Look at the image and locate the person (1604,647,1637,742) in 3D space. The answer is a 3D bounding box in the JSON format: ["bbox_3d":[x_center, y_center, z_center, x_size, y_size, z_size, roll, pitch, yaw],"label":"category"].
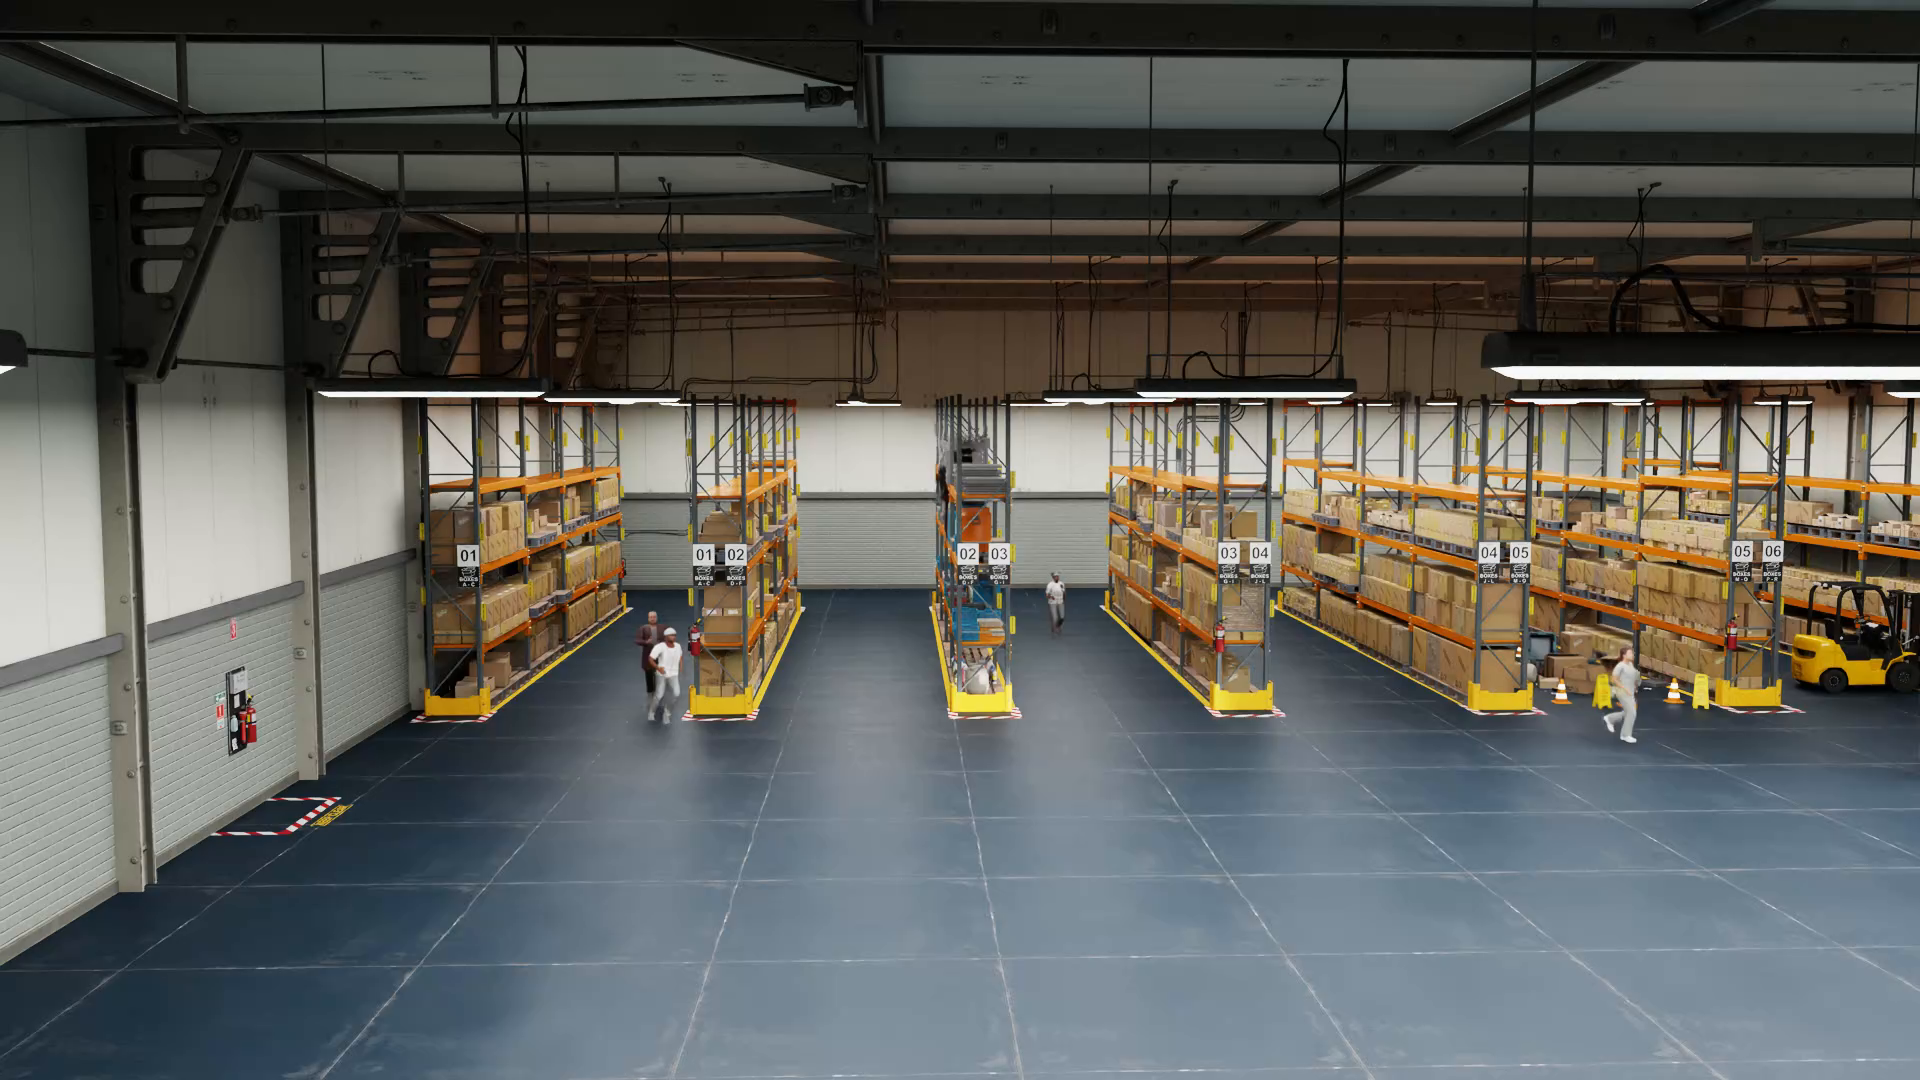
[{"bbox_3d":[11.445,2.649,28.791,0.590,1.633,0.642,-4,6,-41],"label":"person"}]

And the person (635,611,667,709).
[{"bbox_3d":[-5.930,2.287,32.173,0.685,1.821,0.957,-1,5,-10],"label":"person"}]

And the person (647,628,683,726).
[{"bbox_3d":[-5.324,2.481,30.325,0.765,1.763,0.661,-3,5,-35],"label":"person"}]

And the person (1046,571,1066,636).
[{"bbox_3d":[2.442,1.602,41.762,0.560,1.656,0.562,-1,5,-11],"label":"person"}]
